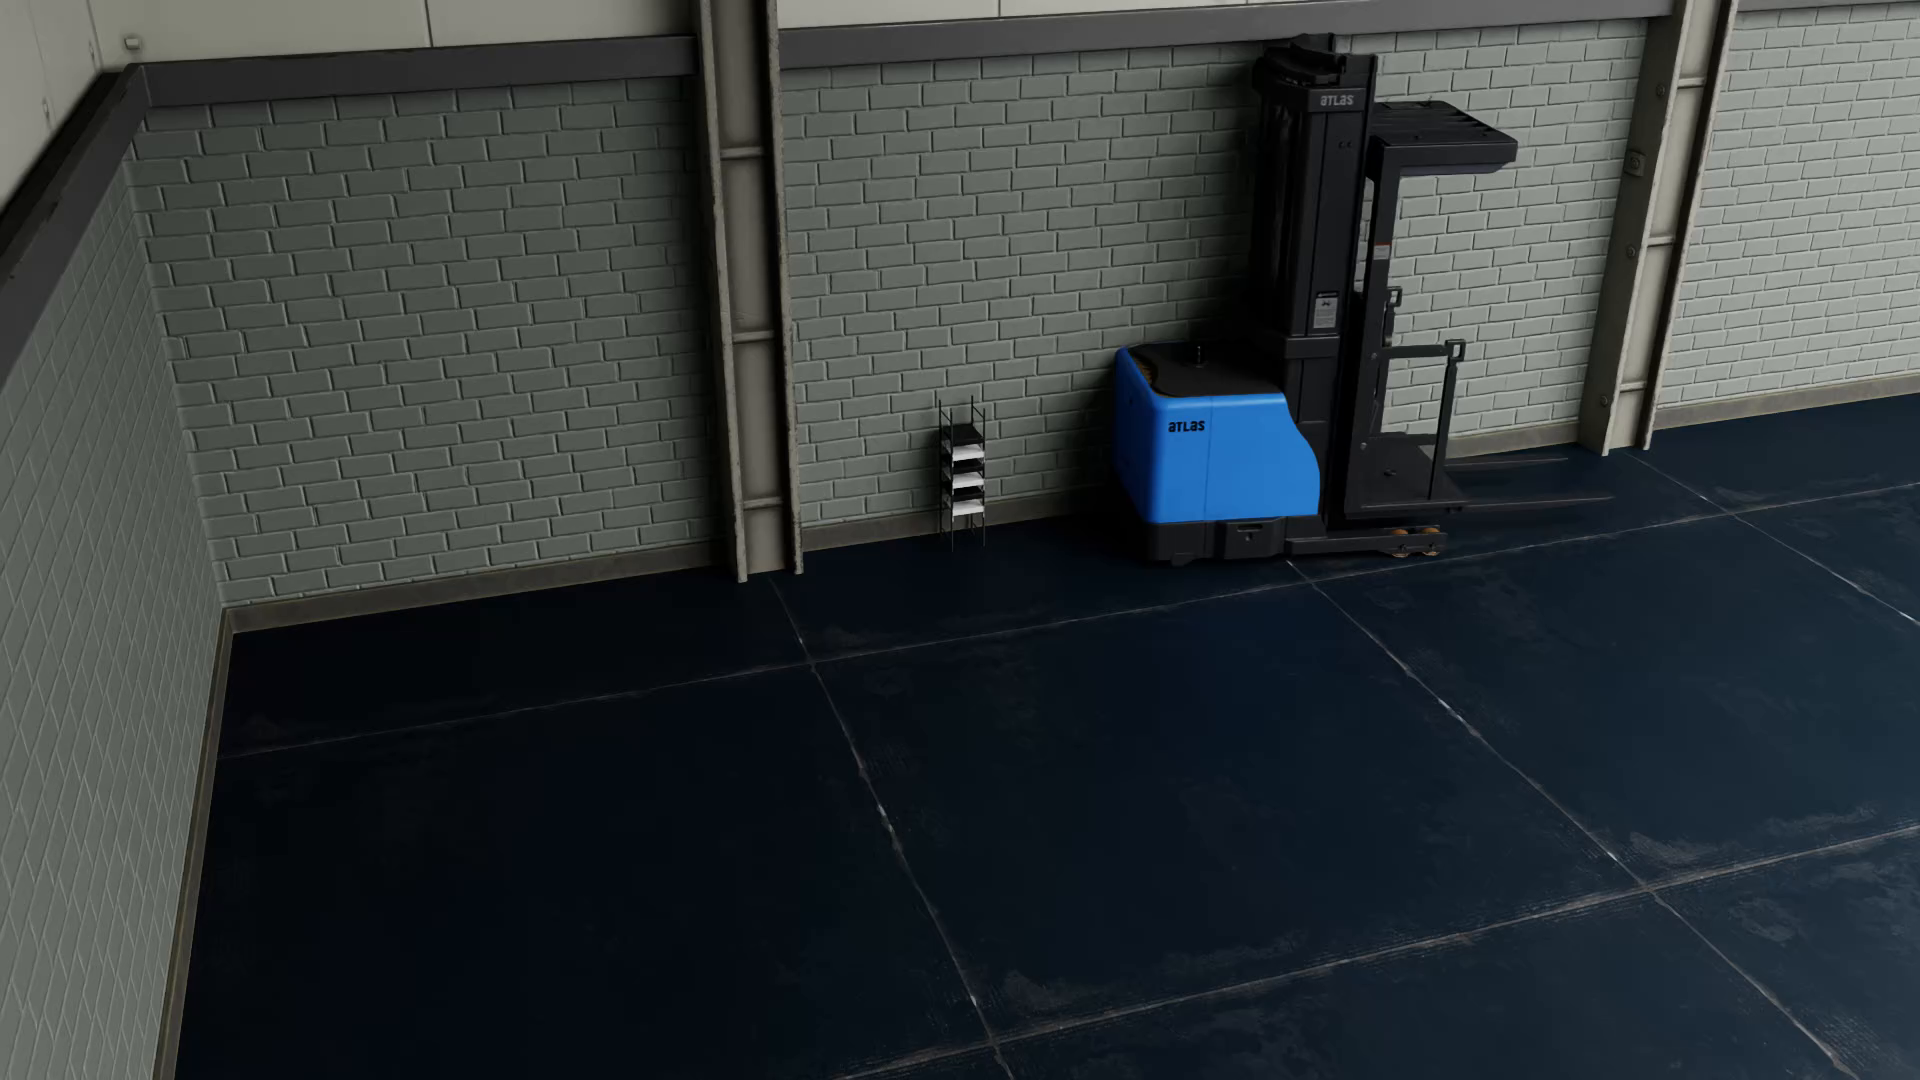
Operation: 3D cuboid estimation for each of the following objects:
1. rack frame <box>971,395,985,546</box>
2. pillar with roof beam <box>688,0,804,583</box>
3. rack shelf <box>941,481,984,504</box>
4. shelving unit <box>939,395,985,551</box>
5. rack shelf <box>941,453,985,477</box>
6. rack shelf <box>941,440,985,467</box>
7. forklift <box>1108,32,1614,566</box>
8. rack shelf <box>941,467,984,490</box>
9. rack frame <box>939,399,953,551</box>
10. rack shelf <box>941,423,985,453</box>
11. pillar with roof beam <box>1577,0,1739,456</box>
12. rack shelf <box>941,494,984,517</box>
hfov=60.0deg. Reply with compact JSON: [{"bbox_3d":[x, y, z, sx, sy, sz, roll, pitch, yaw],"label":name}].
[{"bbox_3d":[0.108,-0.415,10.074,0.006,0.900,0.240,-9,28,-17],"label":"rack frame"},{"bbox_3d":[0.171,-2.052,4.263,0.400,9.000,9.100,-8,28,-16],"label":"pillar with roof beam"},{"bbox_3d":[0.012,-0.290,10.100,0.200,0.077,0.258,-9,28,-17],"label":"rack shelf"},{"bbox_3d":[0.012,-0.401,10.045,0.210,0.900,0.258,-9,28,-17],"label":"shelving unit"},{"bbox_3d":[0.012,-0.451,10.020,0.200,0.077,0.258,-9,28,-17],"label":"rack shelf"},{"bbox_3d":[0.012,-0.532,9.980,0.200,0.077,0.258,-9,28,-17],"label":"rack shelf"},{"bbox_3d":[2.501,-1.437,9.848,3.031,2.935,1.130,-3,27,-7],"label":"forklift"},{"bbox_3d":[0.012,-0.371,10.060,0.200,0.077,0.258,-9,28,-17],"label":"rack shelf"},{"bbox_3d":[-0.084,-0.386,10.016,0.006,0.900,0.240,-9,28,-17],"label":"rack frame"},{"bbox_3d":[0.012,-0.613,9.940,0.200,0.077,0.258,-9,28,-17],"label":"rack shelf"},{"bbox_3d":[5.876,-2.878,5.928,0.400,9.000,9.100,-8,28,-16],"label":"pillar with roof beam"},{"bbox_3d":[0.012,-0.210,10.140,0.200,0.077,0.258,-9,28,-17],"label":"rack shelf"}]
